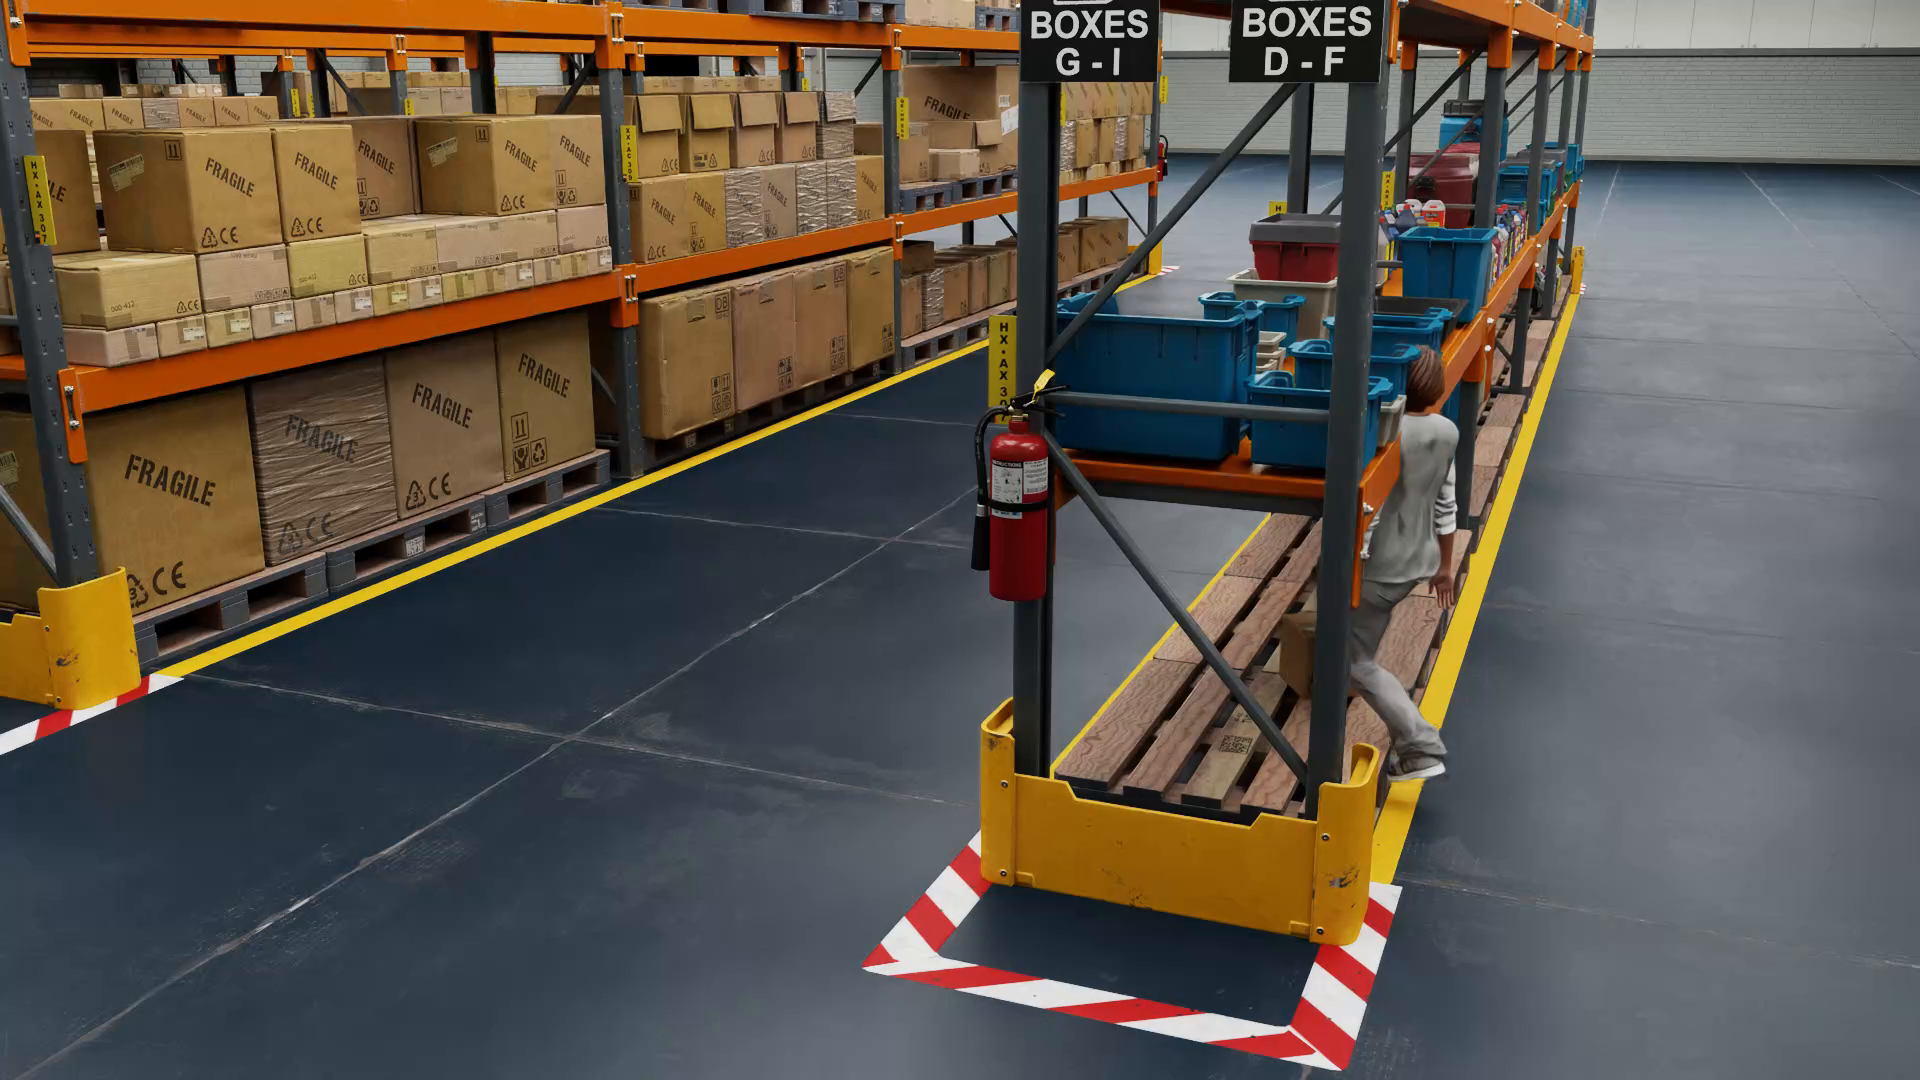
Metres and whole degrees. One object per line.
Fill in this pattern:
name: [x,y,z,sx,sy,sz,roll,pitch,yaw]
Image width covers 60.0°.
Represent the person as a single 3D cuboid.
person: [1.451,0.050,5.775,0.442,1.474,0.838,-11,19,-35]
